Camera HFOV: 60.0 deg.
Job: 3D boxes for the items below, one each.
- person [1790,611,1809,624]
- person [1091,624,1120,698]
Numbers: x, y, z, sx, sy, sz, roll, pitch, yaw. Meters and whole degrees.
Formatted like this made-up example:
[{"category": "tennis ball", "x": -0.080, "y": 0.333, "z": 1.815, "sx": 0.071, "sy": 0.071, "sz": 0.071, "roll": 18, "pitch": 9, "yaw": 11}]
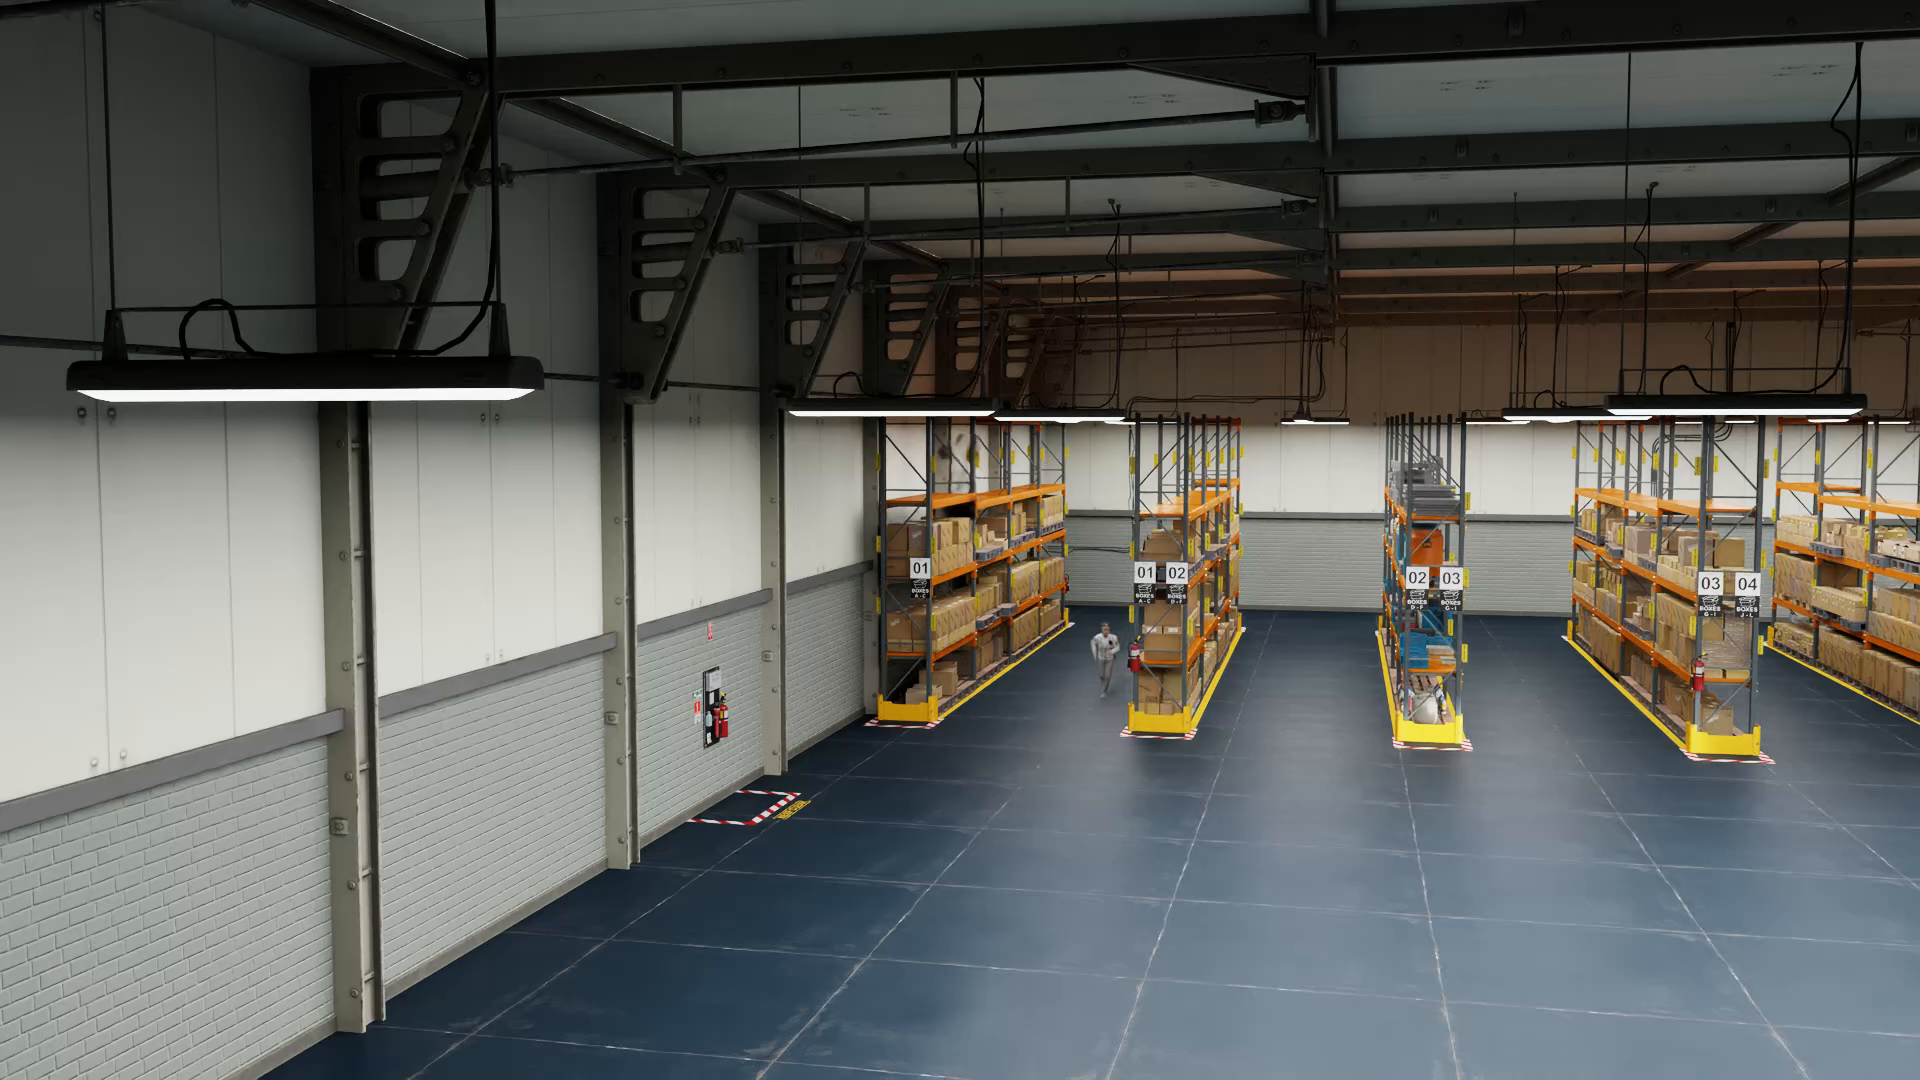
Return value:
[{"category": "person", "x": 22.811, "y": 1.845, "z": 44.967, "sx": 0.836, "sy": 1.711, "sz": 0.587, "roll": -1, "pitch": 4, "yaw": -11}, {"category": "person", "x": 3.071, "y": 2.550, "z": 35.194, "sx": 0.605, "sy": 1.615, "sz": 0.666, "roll": 0, "pitch": 4, "yaw": 5}]
